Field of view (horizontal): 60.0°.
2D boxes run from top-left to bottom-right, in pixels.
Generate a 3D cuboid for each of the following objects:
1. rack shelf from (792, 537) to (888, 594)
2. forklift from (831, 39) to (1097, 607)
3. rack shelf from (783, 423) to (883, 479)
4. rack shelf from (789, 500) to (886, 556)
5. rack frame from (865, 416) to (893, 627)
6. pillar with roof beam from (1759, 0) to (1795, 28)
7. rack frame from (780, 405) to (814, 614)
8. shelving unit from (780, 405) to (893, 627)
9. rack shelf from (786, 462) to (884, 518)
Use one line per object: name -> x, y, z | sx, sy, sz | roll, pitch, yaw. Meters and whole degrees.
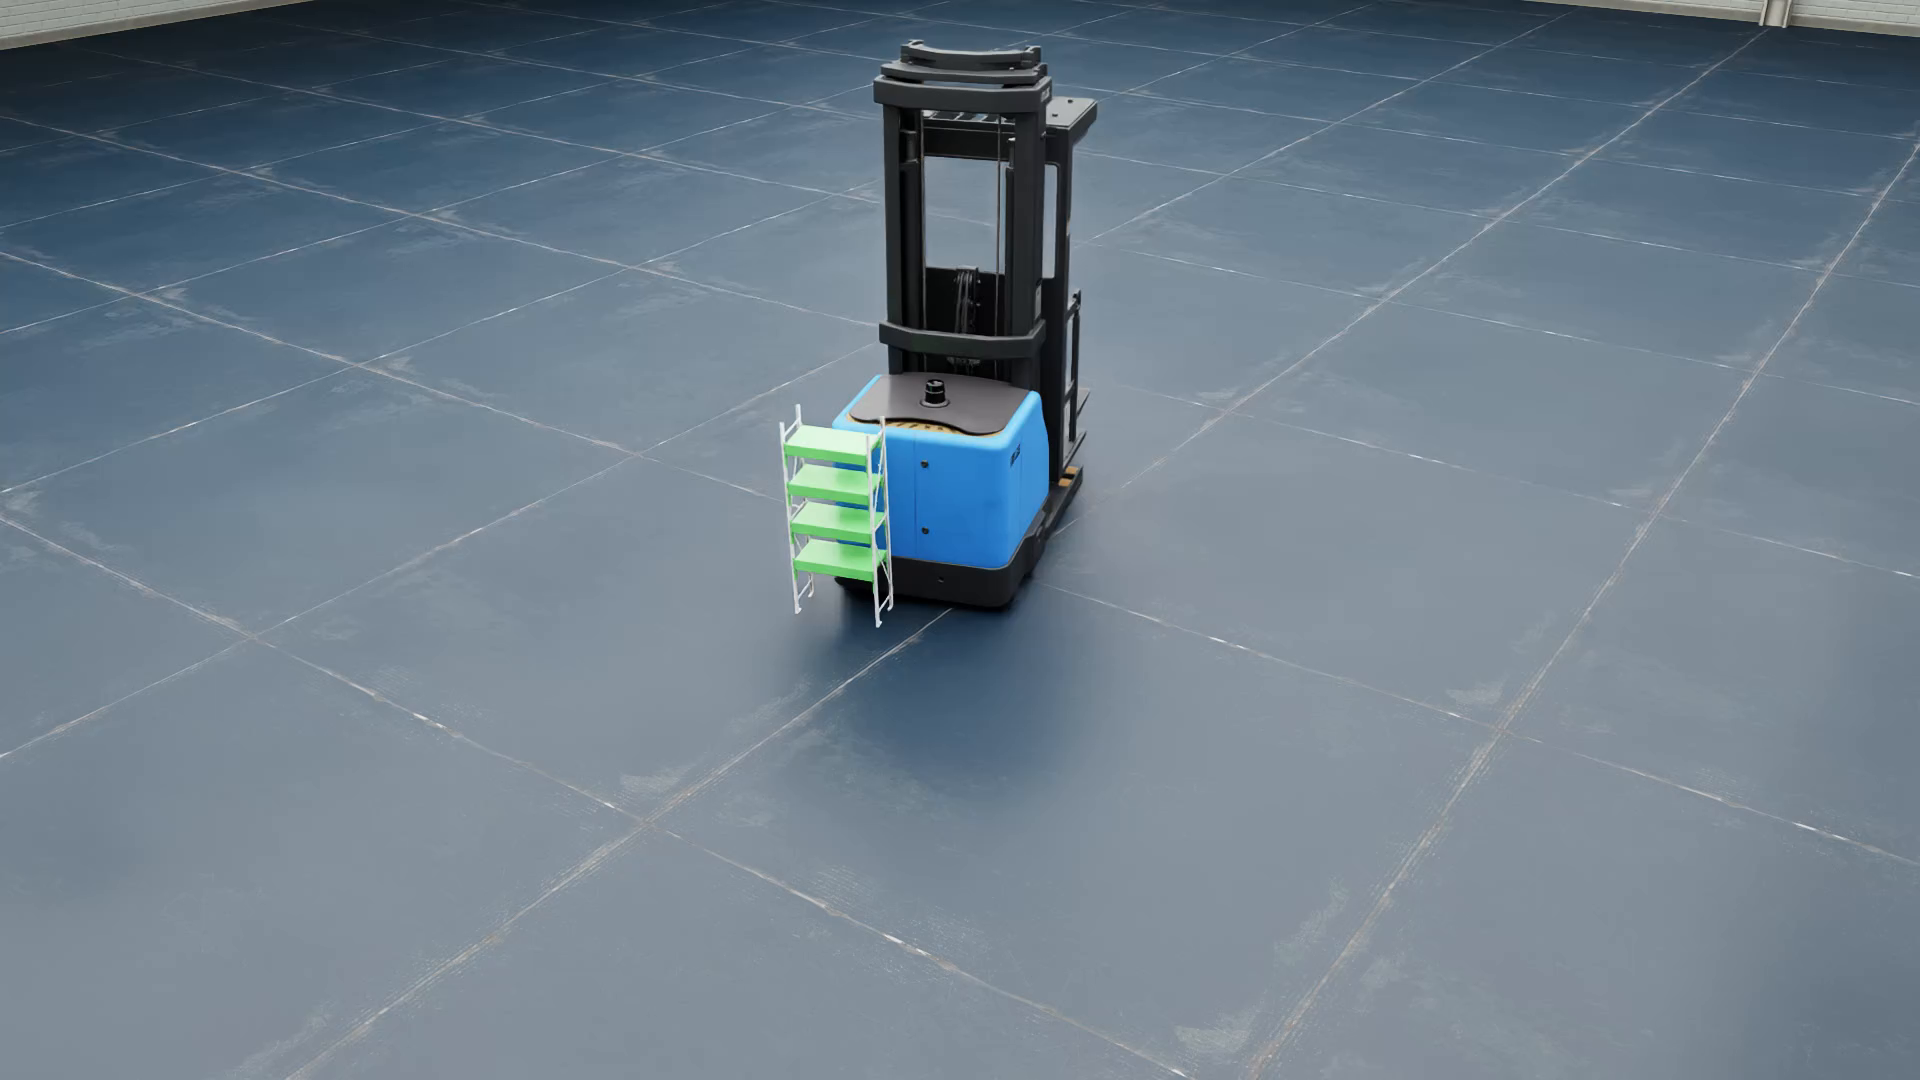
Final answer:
rack shelf -> -0.663, 0.139, 9.305 | 0.480, 0.148, 0.258 | 8, 32, 16
forklift -> 0.177, -1.578, 10.120 | 1.130, 2.935, 3.031 | 8, 28, 15
rack shelf -> -0.678, -0.481, 8.940 | 0.480, 0.148, 0.258 | 8, 32, 16
rack shelf -> -0.668, -0.068, 9.183 | 0.480, 0.148, 0.258 | 8, 32, 16
rack frame -> -0.437, -0.088, 9.082 | 0.015, 1.200, 0.240 | 8, 32, 16
pillar with roof beam -> 10.382, -10.508, 20.977 | 0.400, 9.000, 9.100 | 17, 32, 30
rack frame -> -0.901, -0.157, 9.219 | 0.015, 1.200, 0.240 | 8, 32, 16
shelving unit -> -0.669, -0.123, 9.151 | 0.503, 1.200, 0.258 | 8, 32, 16
rack shelf -> -0.673, -0.274, 9.061 | 0.480, 0.148, 0.258 | 8, 32, 16
